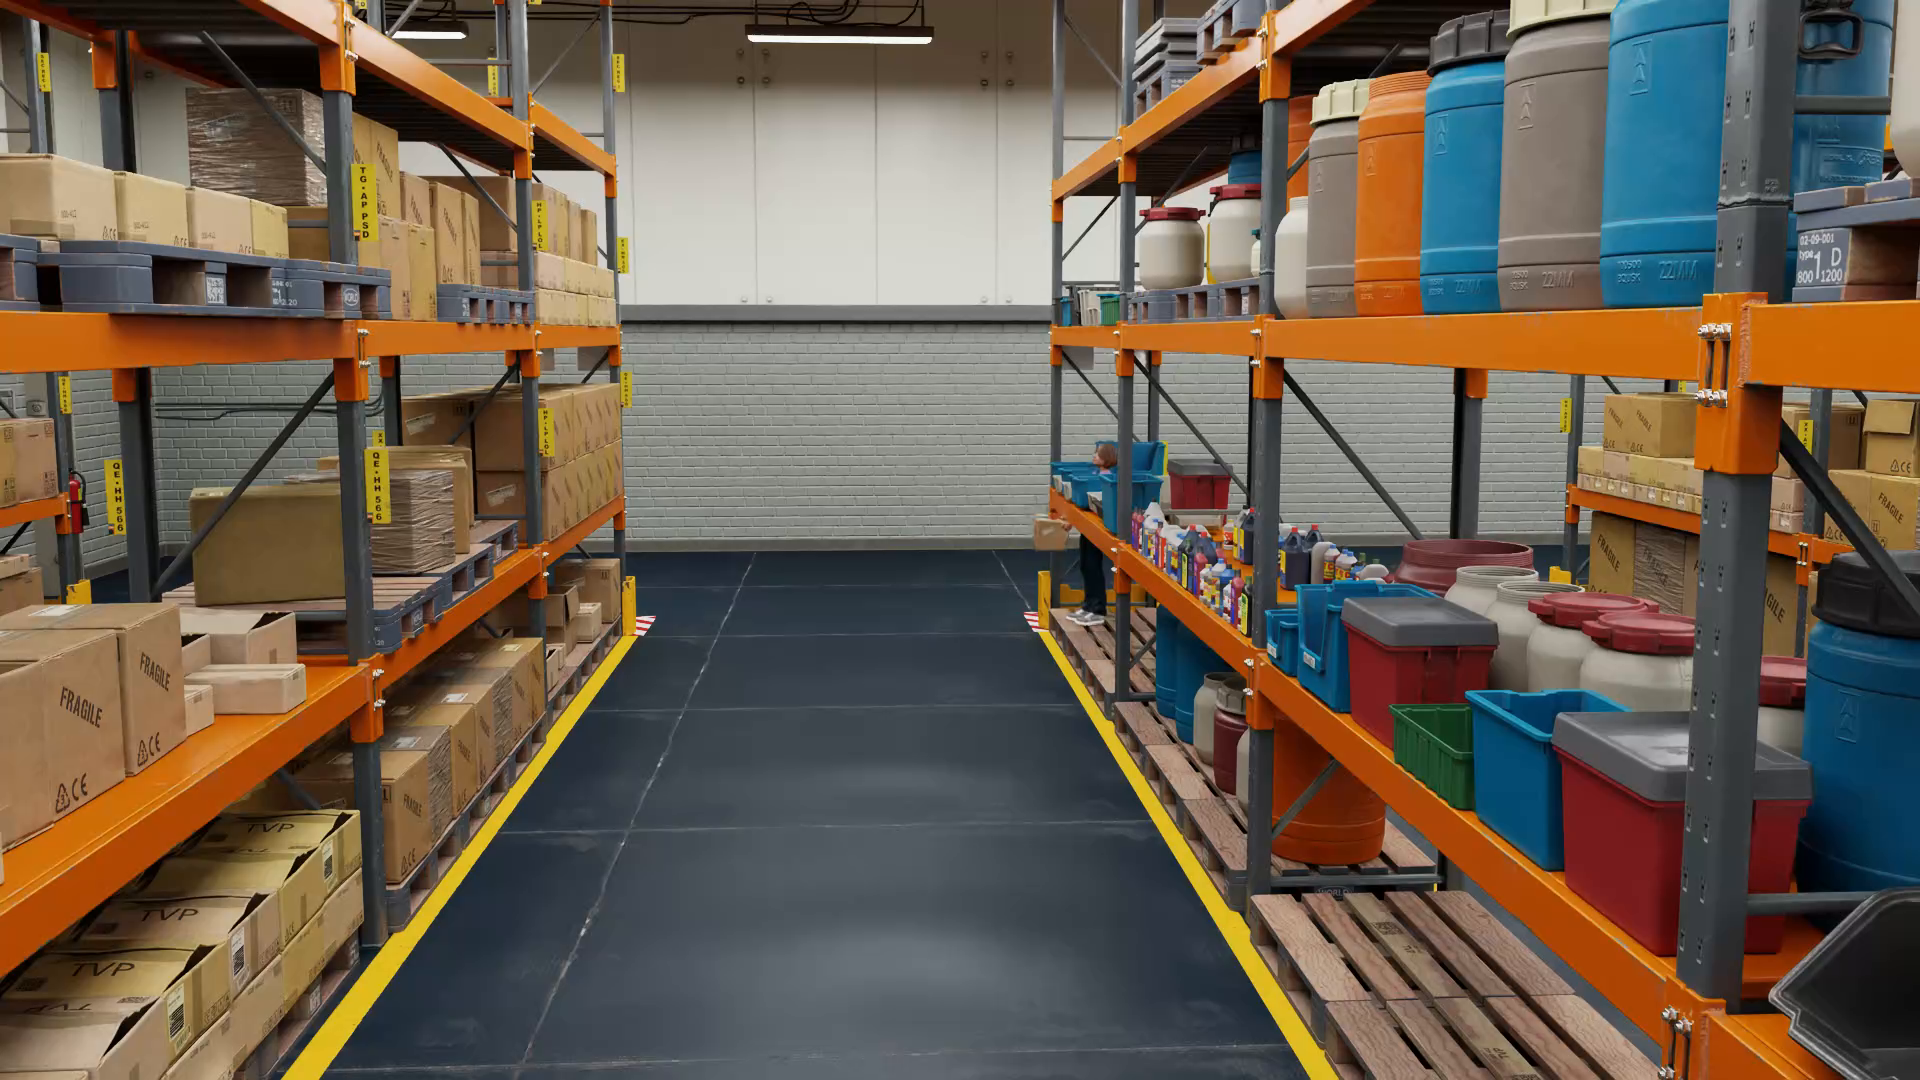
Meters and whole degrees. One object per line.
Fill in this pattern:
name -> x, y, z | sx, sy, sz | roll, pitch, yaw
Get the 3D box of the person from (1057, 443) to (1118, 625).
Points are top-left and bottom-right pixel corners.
person -> 1.113, -0.055, 14.544 | 0.552, 1.582, 0.397 | -1, 7, -9
